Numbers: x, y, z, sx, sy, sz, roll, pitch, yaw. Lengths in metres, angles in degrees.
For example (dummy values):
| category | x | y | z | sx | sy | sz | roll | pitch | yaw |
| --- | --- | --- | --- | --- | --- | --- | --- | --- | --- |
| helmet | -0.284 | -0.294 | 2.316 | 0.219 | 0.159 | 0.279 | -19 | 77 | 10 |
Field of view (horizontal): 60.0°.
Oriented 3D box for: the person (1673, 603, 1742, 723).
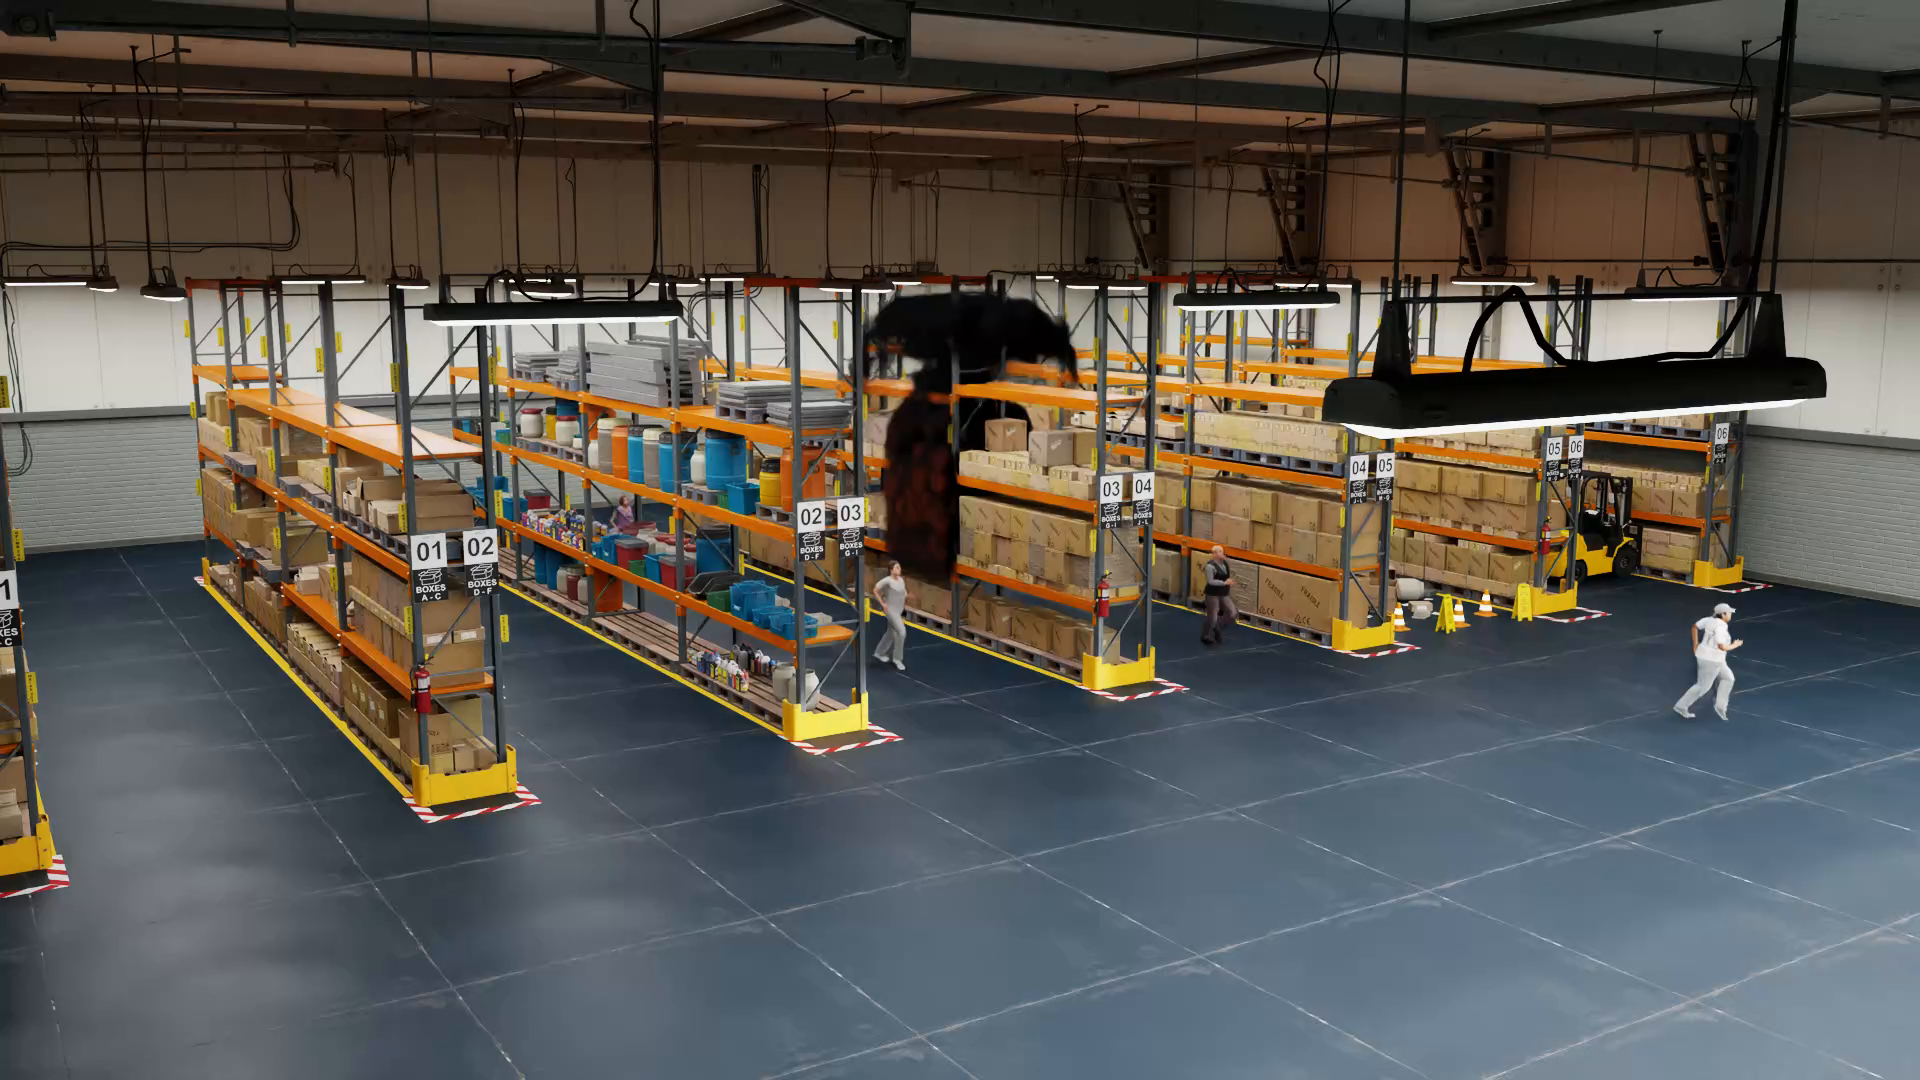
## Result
| category | x | y | z | sx | sy | sz | roll | pitch | yaw |
| --- | --- | --- | --- | --- | --- | --- | --- | --- | --- |
| person | 10.334 | 1.703 | 22.972 | 0.826 | 1.701 | 0.626 | 2 | 10 | 12 |

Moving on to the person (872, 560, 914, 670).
| category | x | y | z | sx | sy | sz | roll | pitch | yaw |
| --- | --- | --- | --- | --- | --- | --- | --- | --- | --- |
| person | -1.051 | 1.167 | 26.086 | 0.758 | 1.726 | 0.545 | 6 | 11 | 32 |

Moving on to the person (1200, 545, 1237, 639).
| category | x | y | z | sx | sy | sz | roll | pitch | yaw |
| --- | --- | --- | --- | --- | --- | --- | --- | --- | --- |
| person | 4.279 | 0.879 | 27.371 | 0.639 | 1.614 | 0.708 | -8 | 12 | -39 |

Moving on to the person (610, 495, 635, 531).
| category | x | y | z | sx | sy | sz | roll | pitch | yaw |
| --- | --- | --- | --- | --- | --- | --- | --- | --- | --- |
| person | -6.892 | -0.147 | 34.251 | 0.545 | 1.555 | 0.518 | -9 | 13 | -43 |
